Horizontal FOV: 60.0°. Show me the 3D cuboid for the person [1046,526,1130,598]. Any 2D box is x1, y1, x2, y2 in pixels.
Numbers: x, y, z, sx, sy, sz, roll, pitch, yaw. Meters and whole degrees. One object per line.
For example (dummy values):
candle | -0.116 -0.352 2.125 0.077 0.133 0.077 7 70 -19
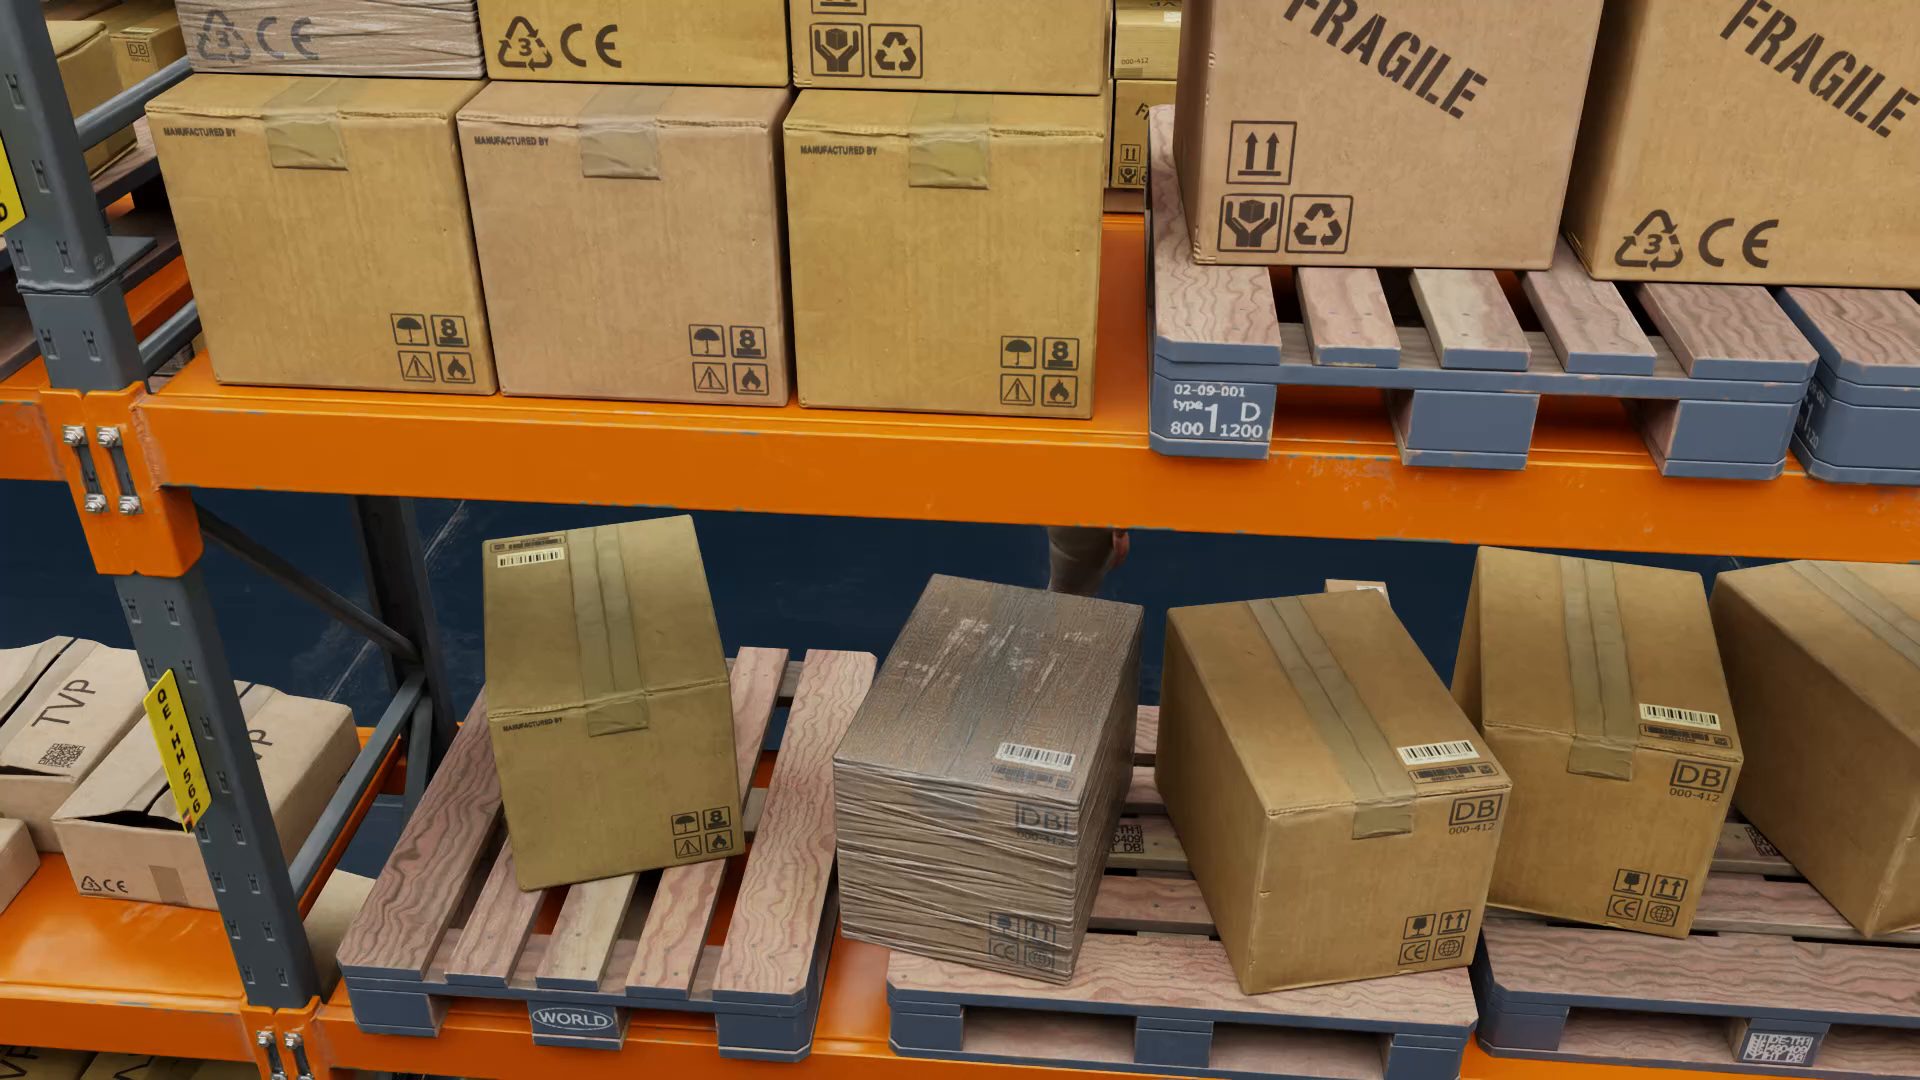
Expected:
person | 0.469 -0.138 6.345 0.508 1.710 0.571 -13 34 -21
